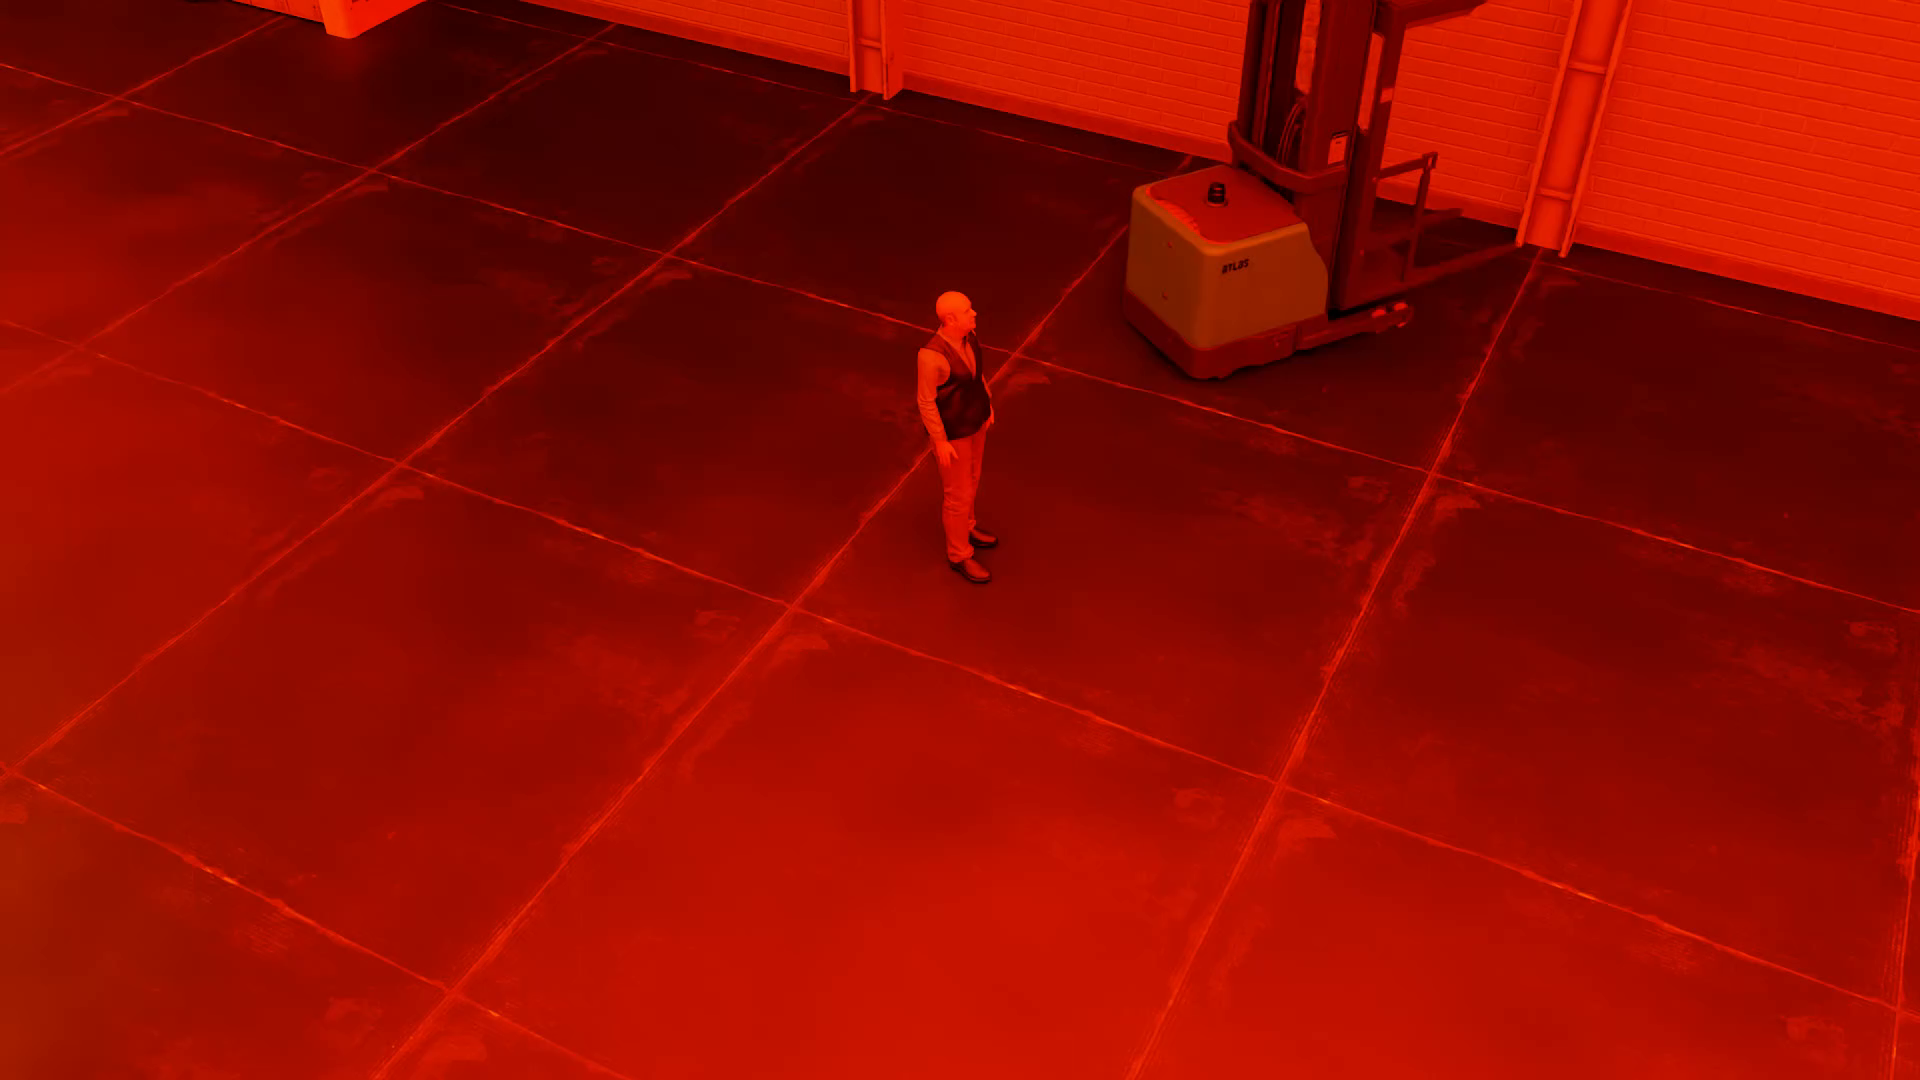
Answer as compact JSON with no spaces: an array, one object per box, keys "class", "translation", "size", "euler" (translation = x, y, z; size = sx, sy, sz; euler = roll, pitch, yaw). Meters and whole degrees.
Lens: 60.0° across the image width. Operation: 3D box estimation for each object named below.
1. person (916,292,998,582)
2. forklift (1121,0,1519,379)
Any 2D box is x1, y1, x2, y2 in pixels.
[{"class":"person","translation":[0.051,-0.641,9.675],"size":[0.568,1.720,0.632],"euler":[18,43,21]},{"class":"forklift","translation":[2.721,-2.903,11.434],"size":[3.031,2.935,1.130],"euler":[-19,44,-21]}]
